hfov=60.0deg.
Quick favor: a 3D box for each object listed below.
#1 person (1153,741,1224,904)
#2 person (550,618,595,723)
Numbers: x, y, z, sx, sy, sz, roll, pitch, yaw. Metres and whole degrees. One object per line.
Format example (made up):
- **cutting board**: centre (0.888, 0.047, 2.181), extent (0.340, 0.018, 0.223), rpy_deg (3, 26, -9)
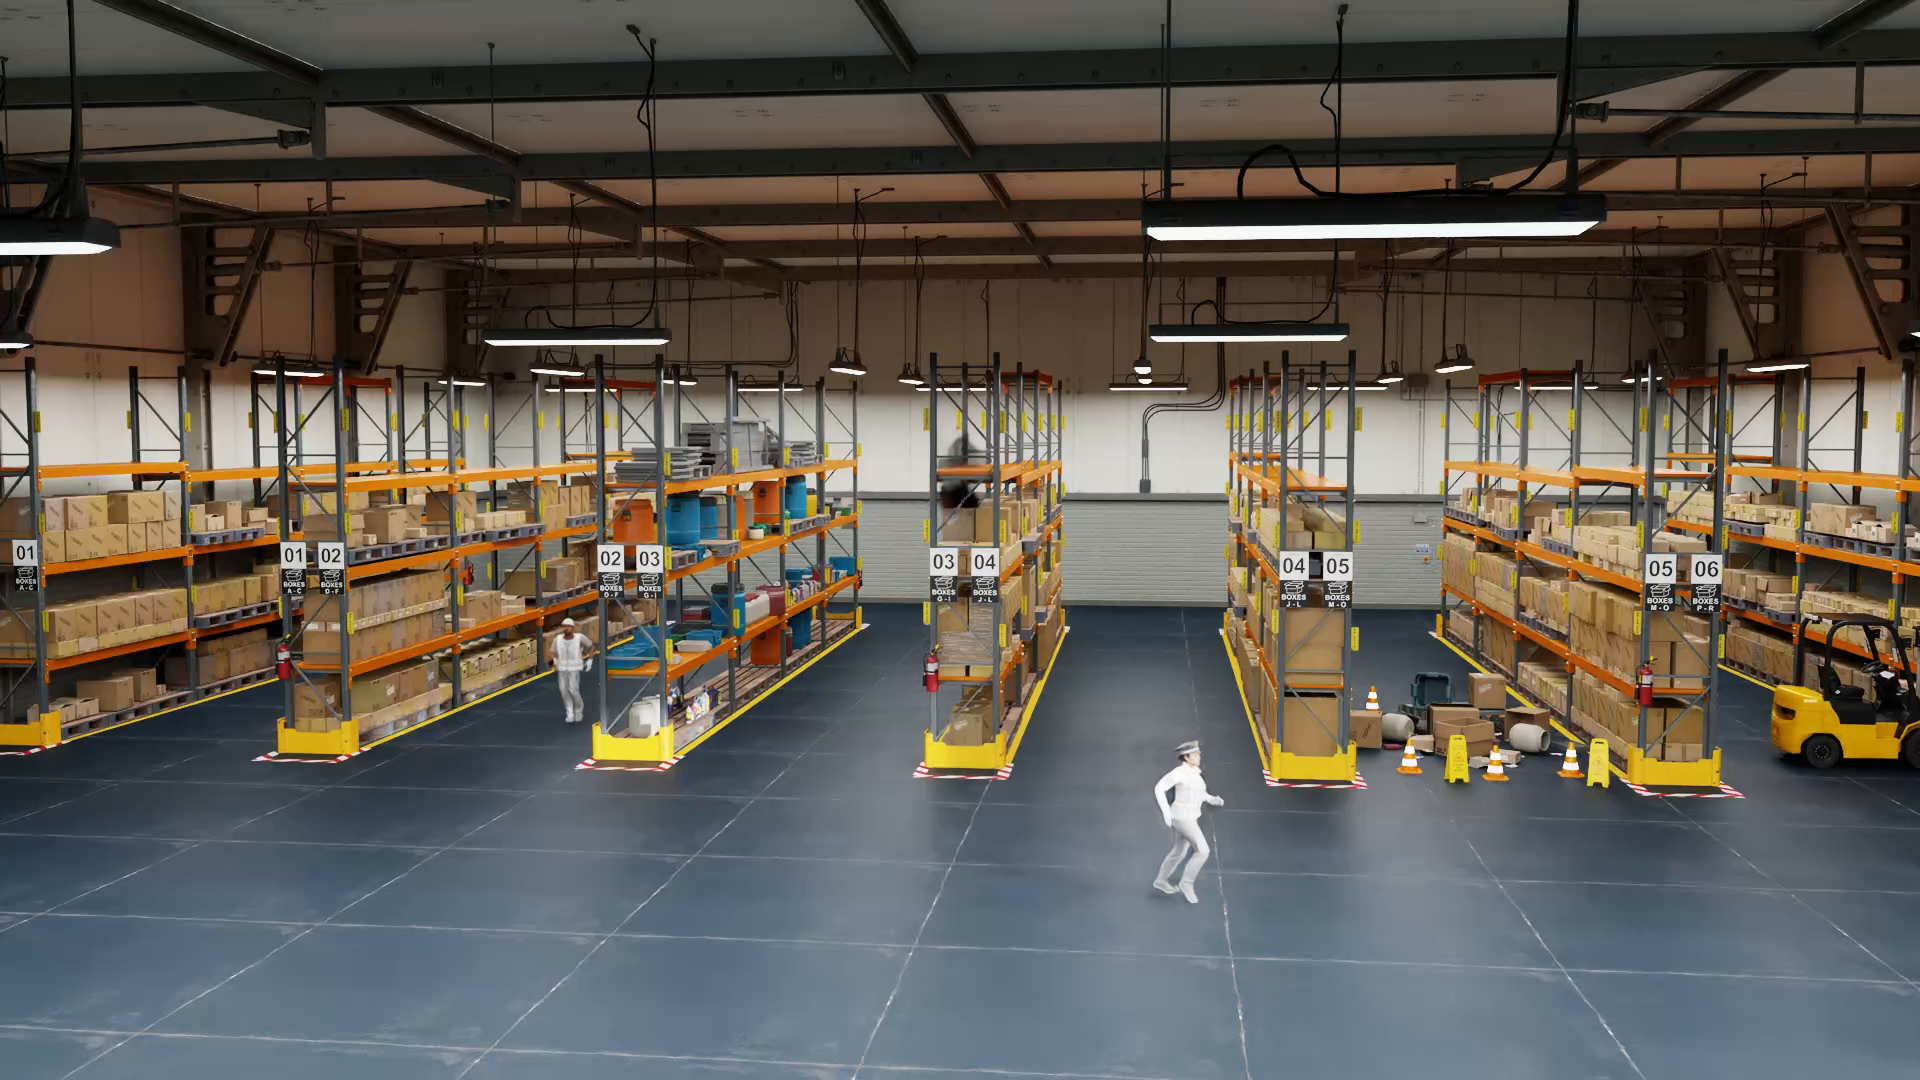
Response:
- **person**: centre (2.374, 2.935, 17.364), extent (0.783, 1.714, 0.572), rpy_deg (2, 5, 29)
- **person**: centre (-6.459, 2.172, 27.551), extent (0.706, 1.755, 0.644), rpy_deg (0, 4, 3)
